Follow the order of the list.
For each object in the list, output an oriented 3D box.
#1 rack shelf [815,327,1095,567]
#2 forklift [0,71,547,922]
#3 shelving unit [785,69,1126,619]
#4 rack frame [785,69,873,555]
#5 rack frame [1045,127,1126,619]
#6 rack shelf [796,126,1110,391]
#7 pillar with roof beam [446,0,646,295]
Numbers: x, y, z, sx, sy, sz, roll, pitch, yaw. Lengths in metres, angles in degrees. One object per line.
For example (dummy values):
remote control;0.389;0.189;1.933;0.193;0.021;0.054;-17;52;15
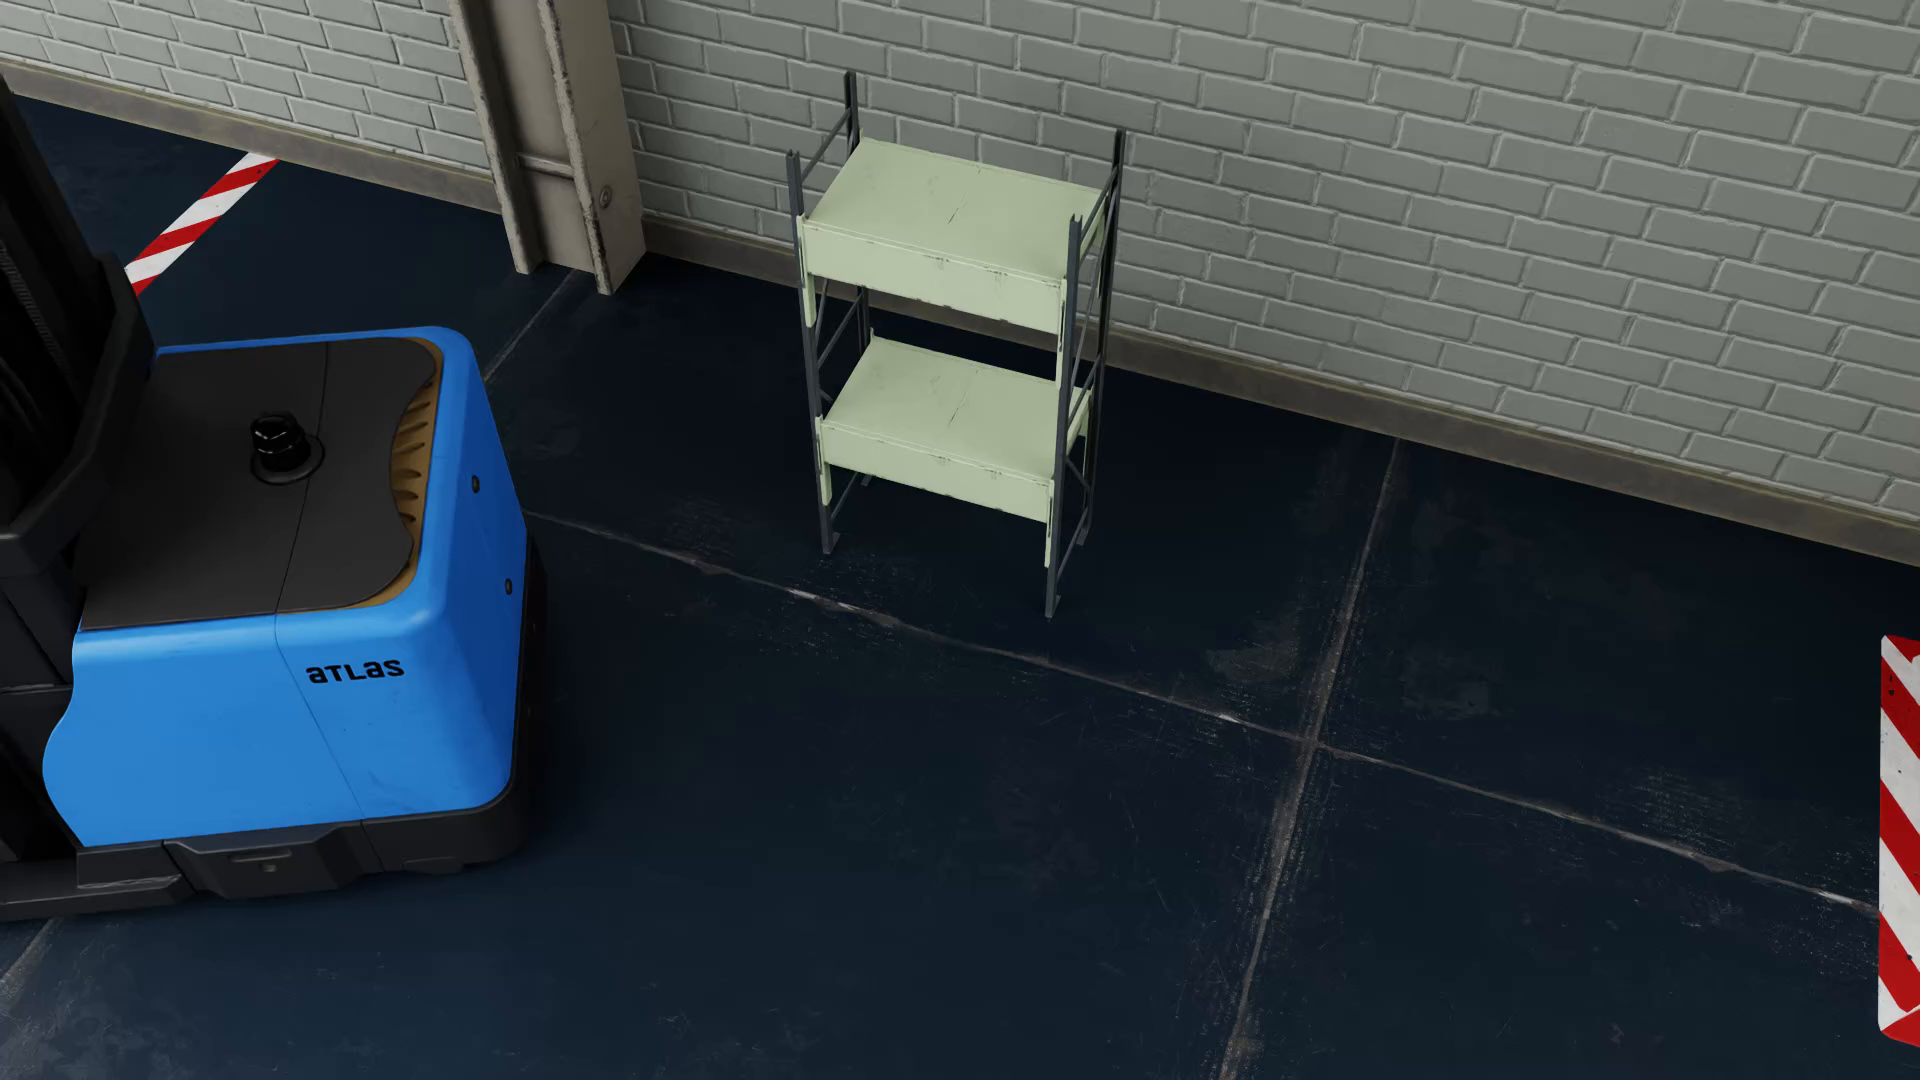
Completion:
rack shelf;-0.006;-0.279;4.931;0.720;0.370;0.431;16;51;13
forklift;-2.706;-0.329;3.596;3.031;2.935;1.130;-5;49;-4
shelving unit;-0.006;-0.493;4.685;0.755;1.500;0.431;16;51;13
rack frame;-0.350;-0.589;4.768;0.023;1.500;0.400;16;51;13
rack frame;0.337;-0.397;4.602;0.023;1.500;0.400;16;51;13
rack shelf;-0.006;-0.749;4.390;0.720;0.370;0.431;16;51;13
pillar with roof beam;-2.886;-0.940;0.110;0.400;9.000;9.100;16;51;13
